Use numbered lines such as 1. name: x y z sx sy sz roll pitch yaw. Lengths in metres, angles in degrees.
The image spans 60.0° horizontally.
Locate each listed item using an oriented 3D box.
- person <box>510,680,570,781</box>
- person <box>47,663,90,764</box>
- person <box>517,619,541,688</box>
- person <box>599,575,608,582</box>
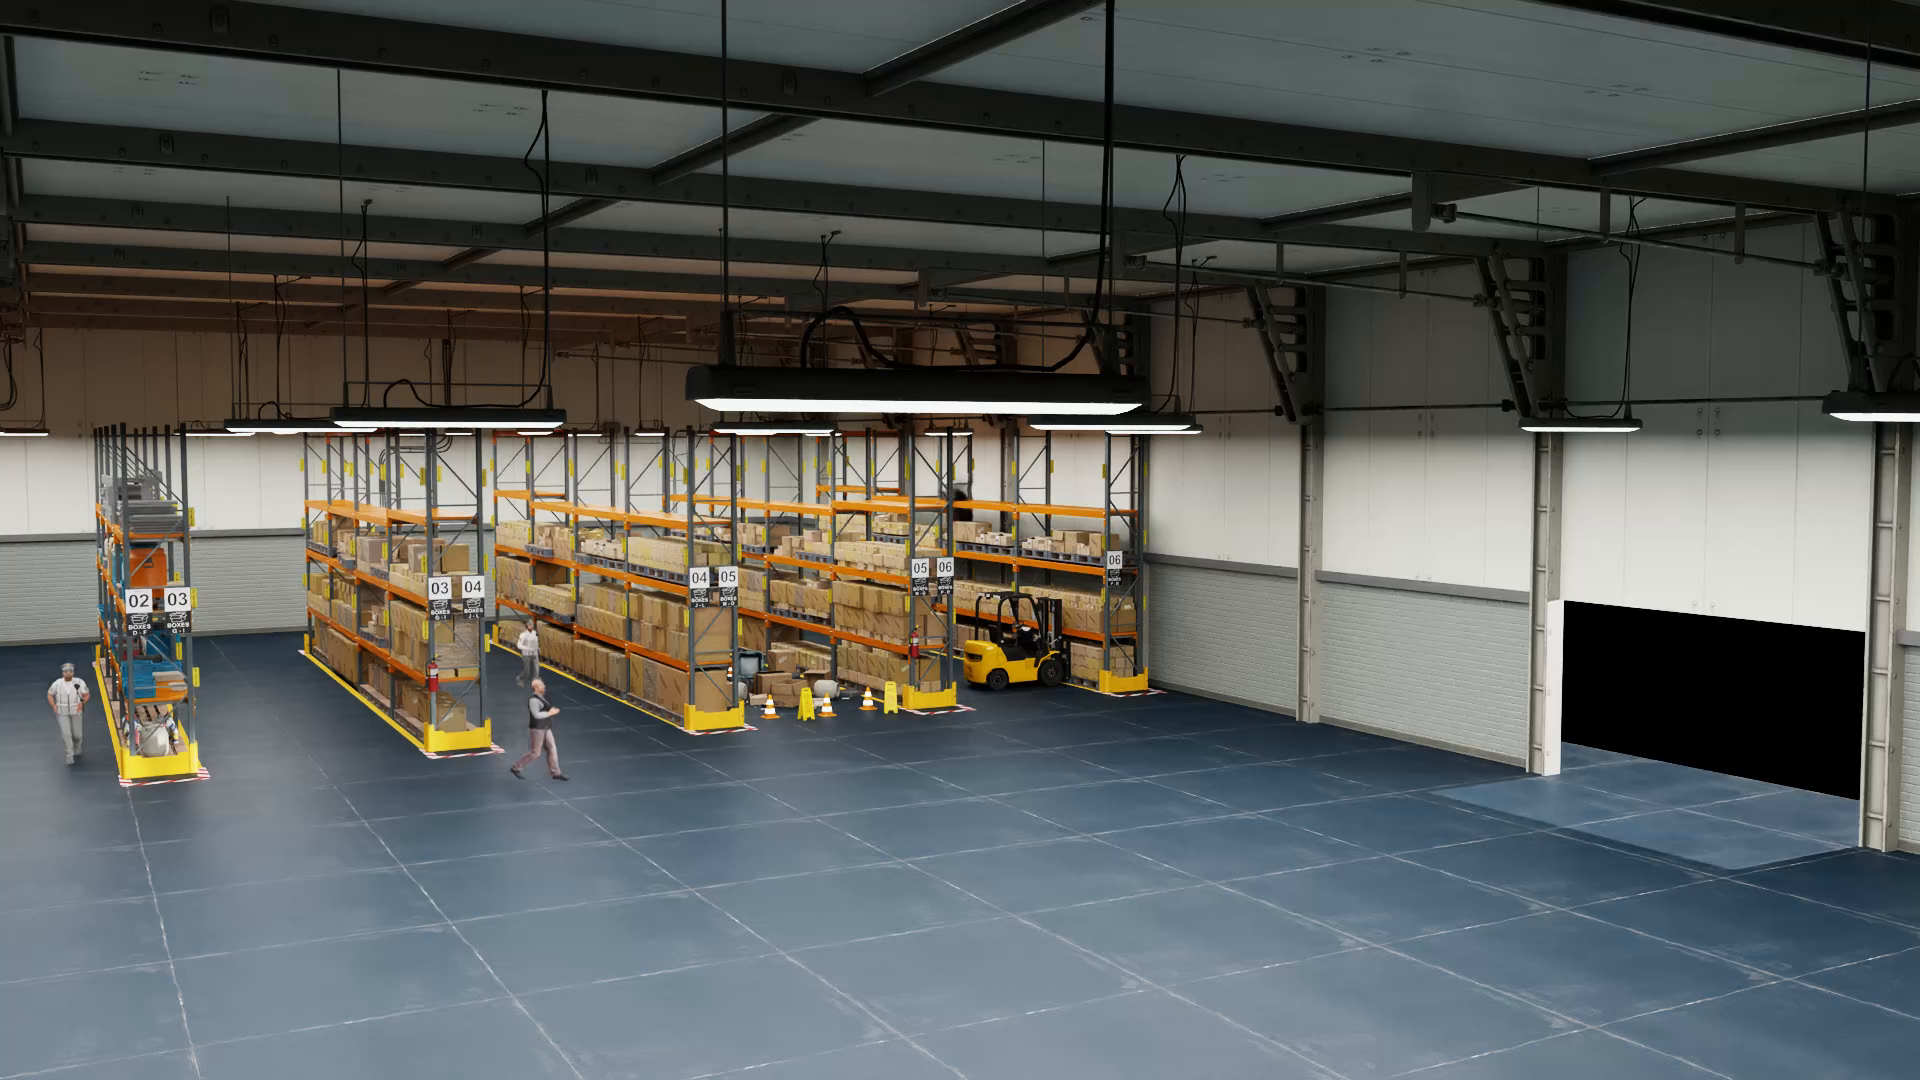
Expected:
1. person: -6.987 3.166 27.638 0.971 1.706 0.658 0 3 0
2. person: -15.859 3.058 29.589 0.672 1.769 0.710 -2 4 -28
3. person: -9.677 2.611 37.413 0.618 1.693 0.896 -3 5 -44
4. person: -10.669 1.856 49.631 0.862 1.719 0.581 -3 4 -39
